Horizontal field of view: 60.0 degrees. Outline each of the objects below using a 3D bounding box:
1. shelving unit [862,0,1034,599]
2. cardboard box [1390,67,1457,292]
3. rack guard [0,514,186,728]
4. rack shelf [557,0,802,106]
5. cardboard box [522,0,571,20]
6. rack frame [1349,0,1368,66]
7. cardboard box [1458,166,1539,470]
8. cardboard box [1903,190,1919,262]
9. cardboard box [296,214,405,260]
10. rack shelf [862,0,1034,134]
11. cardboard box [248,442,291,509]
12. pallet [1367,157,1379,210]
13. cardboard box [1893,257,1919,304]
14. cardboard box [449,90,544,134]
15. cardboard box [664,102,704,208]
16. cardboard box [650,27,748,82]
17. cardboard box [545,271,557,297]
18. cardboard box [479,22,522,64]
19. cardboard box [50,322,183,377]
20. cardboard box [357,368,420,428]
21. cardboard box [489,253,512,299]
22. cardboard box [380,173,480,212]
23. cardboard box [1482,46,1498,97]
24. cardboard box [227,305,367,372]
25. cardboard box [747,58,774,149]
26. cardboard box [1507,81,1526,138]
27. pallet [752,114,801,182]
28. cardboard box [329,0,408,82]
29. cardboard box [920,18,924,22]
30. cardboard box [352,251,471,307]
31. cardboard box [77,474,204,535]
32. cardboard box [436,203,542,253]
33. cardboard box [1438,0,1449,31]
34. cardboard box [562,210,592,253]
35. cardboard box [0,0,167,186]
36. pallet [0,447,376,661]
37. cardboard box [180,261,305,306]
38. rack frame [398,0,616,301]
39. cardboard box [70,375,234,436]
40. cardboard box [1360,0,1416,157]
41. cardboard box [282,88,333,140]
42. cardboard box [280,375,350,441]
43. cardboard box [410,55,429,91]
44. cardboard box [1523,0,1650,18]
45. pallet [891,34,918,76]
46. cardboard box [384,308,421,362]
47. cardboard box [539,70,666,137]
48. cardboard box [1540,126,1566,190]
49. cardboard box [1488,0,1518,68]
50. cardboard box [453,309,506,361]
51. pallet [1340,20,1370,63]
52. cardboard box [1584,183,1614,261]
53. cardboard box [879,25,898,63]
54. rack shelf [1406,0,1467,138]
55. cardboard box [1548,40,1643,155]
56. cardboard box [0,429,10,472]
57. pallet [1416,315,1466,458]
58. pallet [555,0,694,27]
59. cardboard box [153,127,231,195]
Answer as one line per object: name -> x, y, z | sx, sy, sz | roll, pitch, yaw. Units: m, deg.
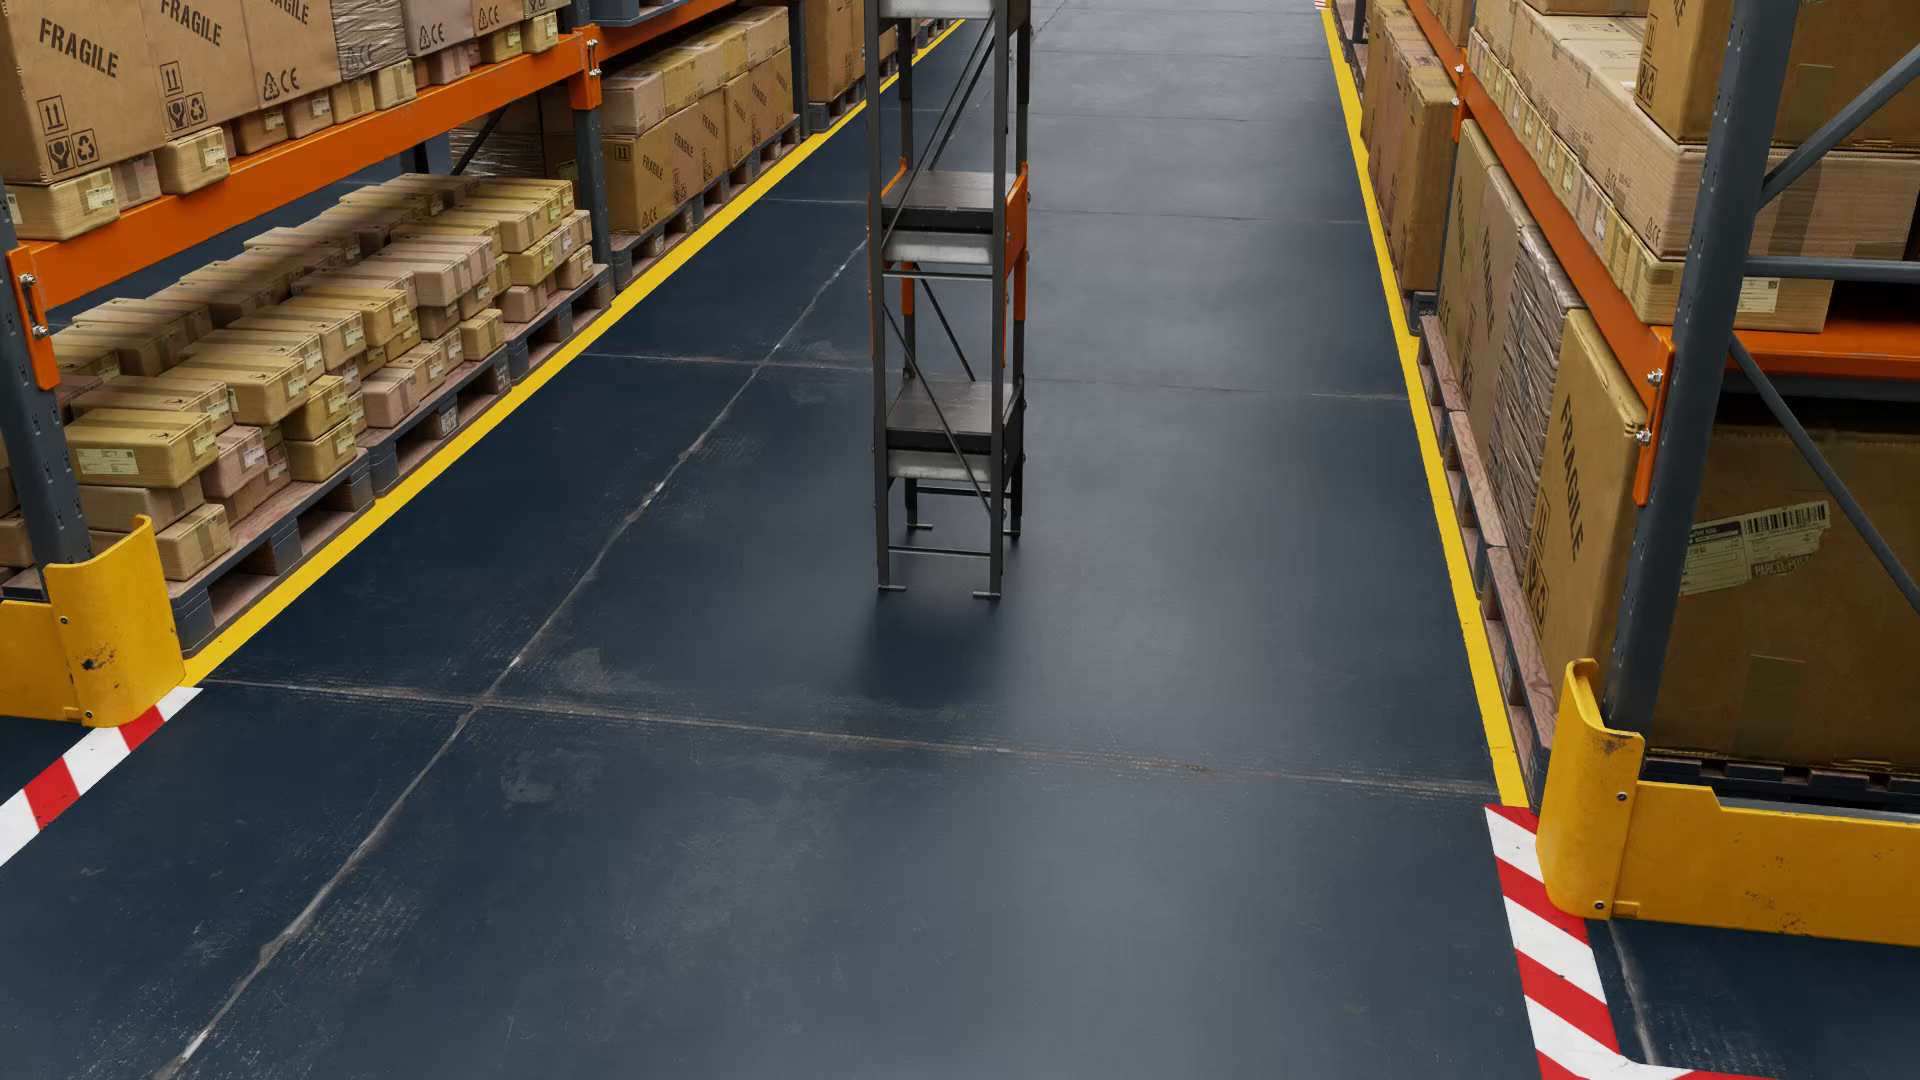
shelving unit -> -0.027, -0.882, 5.157 | 0.431, 2.100, 0.503 | 4, 25, 9
cardboard box -> 2.731, -1.695, 7.844 | 1.225, 0.875, 0.875 | 4, 25, 9
rack guard -> -2.871, 0.189, 4.756 | 1.175, 0.500, 0.348 | 4, 25, 9
rack shelf -> -1.903, -3.094, 9.671 | 1.077, 0.370, 4.000 | 4, 25, 9
cardboard box -> -2.031, -2.542, 7.174 | 0.500, 0.500, 0.500 | 4, 25, 9
rack frame -> 3.954, -5.544, 14.055 | 1.000, 3.000, 0.127 | 4, 25, 9
cardboard box -> 2.313, -0.779, 5.887 | 0.875, 0.875, 0.875 | 4, 25, 9
cardboard box -> 2.338, -0.774, 3.691 | 0.500, 0.250, 0.500 | 3, 25, 7
cardboard box -> -2.607, -1.292, 7.137 | 0.380, 0.149, 0.250 | 3, 25, 7
rack shelf -> -0.027, -1.503, 4.866 | 0.431, 0.518, 0.480 | 4, 25, 9
cardboard box -> -2.487, -0.226, 5.563 | 0.380, 0.149, 0.250 | 4, 25, 9
pallet -> 3.097, -2.283, 10.379 | 1.003, 0.211, 1.213 | 4, 25, 9
cardboard box -> 2.417, -0.644, 3.884 | 0.380, 0.149, 0.250 | 4, 25, 8
cardboard box -> -2.358, -2.311, 8.717 | 0.500, 0.250, 0.500 | 3, 25, 7
cardboard box -> -1.763, -2.154, 9.267 | 0.500, 0.500, 0.500 | 5, 26, 11
cardboard box -> -1.600, -2.927, 10.033 | 0.500, 0.250, 0.500 | 5, 25, 10
cardboard box -> -2.083, -1.192, 7.627 | 0.380, 0.149, 0.250 | 5, 25, 10
cardboard box -> -2.083, -2.111, 7.019 | 0.380, 0.149, 0.250 | 5, 26, 11
cardboard box -> -2.928, -0.640, 5.746 | 0.380, 0.149, 0.250 | 3, 25, 6
cardboard box -> -2.263, -0.537, 6.227 | 0.380, 0.149, 0.250 | 3, 25, 6
cardboard box -> -2.164, -1.138, 7.160 | 0.380, 0.149, 0.250 | 4, 25, 9
cardboard box -> -2.491, -1.623, 7.844 | 0.380, 0.149, 0.250 | 5, 26, 11
cardboard box -> 2.185, -1.763, 6.275 | 0.380, 0.149, 0.250 | 5, 26, 10
cardboard box -> -2.356, -0.720, 5.915 | 0.380, 0.149, 0.250 | 5, 26, 11
cardboard box -> -1.515, -2.805, 10.657 | 0.500, 0.500, 0.500 | 5, 26, 11
cardboard box -> 2.059, -1.441, 5.587 | 0.380, 0.149, 0.250 | 4, 25, 9
pallet -> -1.706, -2.667, 11.199 | 1.003, 0.211, 1.213 | 4, 25, 9
cardboard box -> -2.306, -1.903, 5.808 | 0.500, 0.500, 0.500 | 3, 25, 7
cardboard box -> -0.751, -5.416, 15.793 | 0.875, 0.875, 0.875 | 4, 25, 9
cardboard box -> -2.172, -1.035, 6.588 | 0.380, 0.149, 0.250 | 3, 25, 7
cardboard box -> -2.545, -0.146, 5.040 | 0.380, 0.149, 0.250 | 5, 26, 11
cardboard box -> -2.068, -1.371, 7.307 | 0.380, 0.149, 0.250 | 4, 25, 8
cardboard box -> 2.541, -2.664, 7.786 | 0.500, 0.500, 0.500 | 5, 26, 10
cardboard box -> -1.968, -1.464, 7.856 | 0.380, 0.149, 0.250 | 5, 25, 10
cardboard box -> -2.538, -1.260, 4.434 | 0.500, 0.500, 0.500 | 5, 26, 11
pallet -> -2.704, -0.017, 5.537 | 1.003, 0.211, 1.213 | 4, 25, 9
cardboard box -> -2.772, -0.971, 6.451 | 0.380, 0.149, 0.250 | 4, 25, 9
rack frame -> -2.230, -2.584, 7.732 | 1.000, 3.000, 0.127 | 4, 25, 9
cardboard box -> -2.537, -0.399, 5.229 | 0.380, 0.149, 0.250 | 4, 25, 9
cardboard box -> 3.167, -2.812, 10.229 | 1.225, 0.875, 0.875 | 3, 25, 6
cardboard box -> -2.366, -1.459, 5.625 | 0.380, 0.149, 0.250 | 4, 25, 7
cardboard box -> -2.343, -0.465, 5.721 | 0.380, 0.149, 0.250 | 5, 26, 10
cardboard box -> -2.259, -1.787, 6.326 | 0.380, 0.149, 0.250 | 4, 25, 8
cardboard box -> 2.148, -1.998, 5.423 | 0.500, 0.500, 0.500 | 3, 25, 7
pallet -> -0.975, -4.339, 14.770 | 1.003, 0.211, 1.213 | 4, 25, 9
cardboard box -> -2.336, -0.811, 6.461 | 0.380, 0.149, 0.250 | 5, 26, 11
cardboard box -> -1.849, -2.272, 8.635 | 0.500, 0.250, 0.500 | 3, 25, 6
cardboard box -> 1.933, -1.119, 4.898 | 0.380, 0.149, 0.250 | 4, 25, 9
cardboard box -> 2.225, -1.879, 6.051 | 0.500, 0.250, 0.500 | 4, 25, 8
cardboard box -> -2.127, -0.862, 6.922 | 0.380, 0.149, 0.250 | 4, 25, 8
pallet -> 4.029, -4.564, 15.252 | 1.003, 0.211, 1.213 | 4, 25, 9
cardboard box -> 1.809, -0.797, 4.211 | 0.380, 0.149, 0.250 | 4, 25, 9
cardboard box -> -1.097, -4.432, 13.838 | 1.050, 0.750, 0.750 | 4, 25, 9
rack shelf -> 2.973, -2.709, 8.847 | 1.077, 0.370, 4.000 | 4, 25, 9
cardboard box -> 1.977, -1.238, 4.682 | 0.500, 0.250, 0.500 | 3, 25, 7
cardboard box -> -3.047, -0.318, 5.057 | 0.380, 0.149, 0.250 | 4, 25, 9
pallet -> 2.445, -0.622, 6.831 | 1.003, 0.211, 1.213 | 4, 25, 9
pallet -> -1.962, -2.807, 8.434 | 1.003, 0.211, 1.213 | 4, 25, 9
cardboard box -> -2.410, -1.128, 4.918 | 0.380, 0.149, 0.250 | 3, 25, 7
